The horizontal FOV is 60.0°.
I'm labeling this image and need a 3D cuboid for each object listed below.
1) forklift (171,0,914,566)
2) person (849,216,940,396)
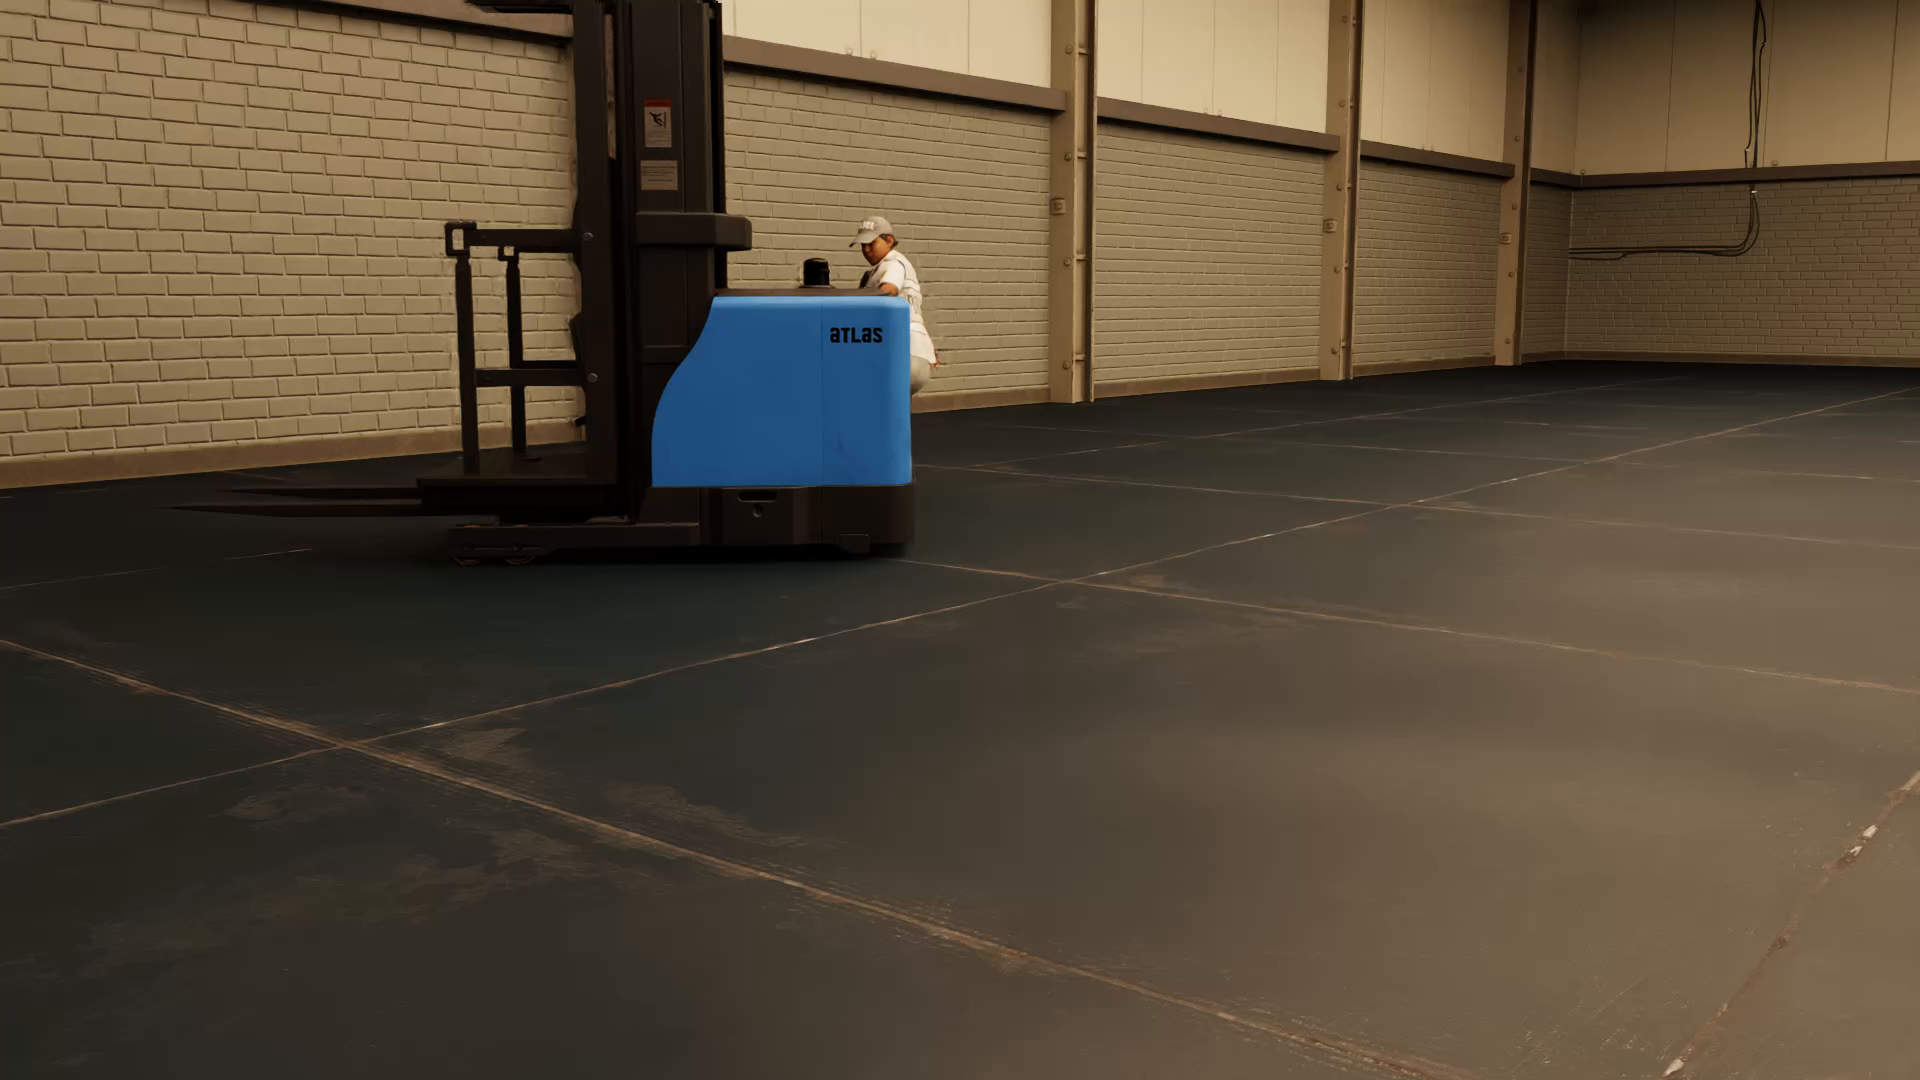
[{"bbox_3d":[-1.730,-1.426,7.030,3.031,2.935,1.130,-1,8,-4],"label":"forklift"},{"bbox_3d":[-0.383,-0.970,9.054,0.502,1.565,1.102,2,9,16],"label":"person"}]
